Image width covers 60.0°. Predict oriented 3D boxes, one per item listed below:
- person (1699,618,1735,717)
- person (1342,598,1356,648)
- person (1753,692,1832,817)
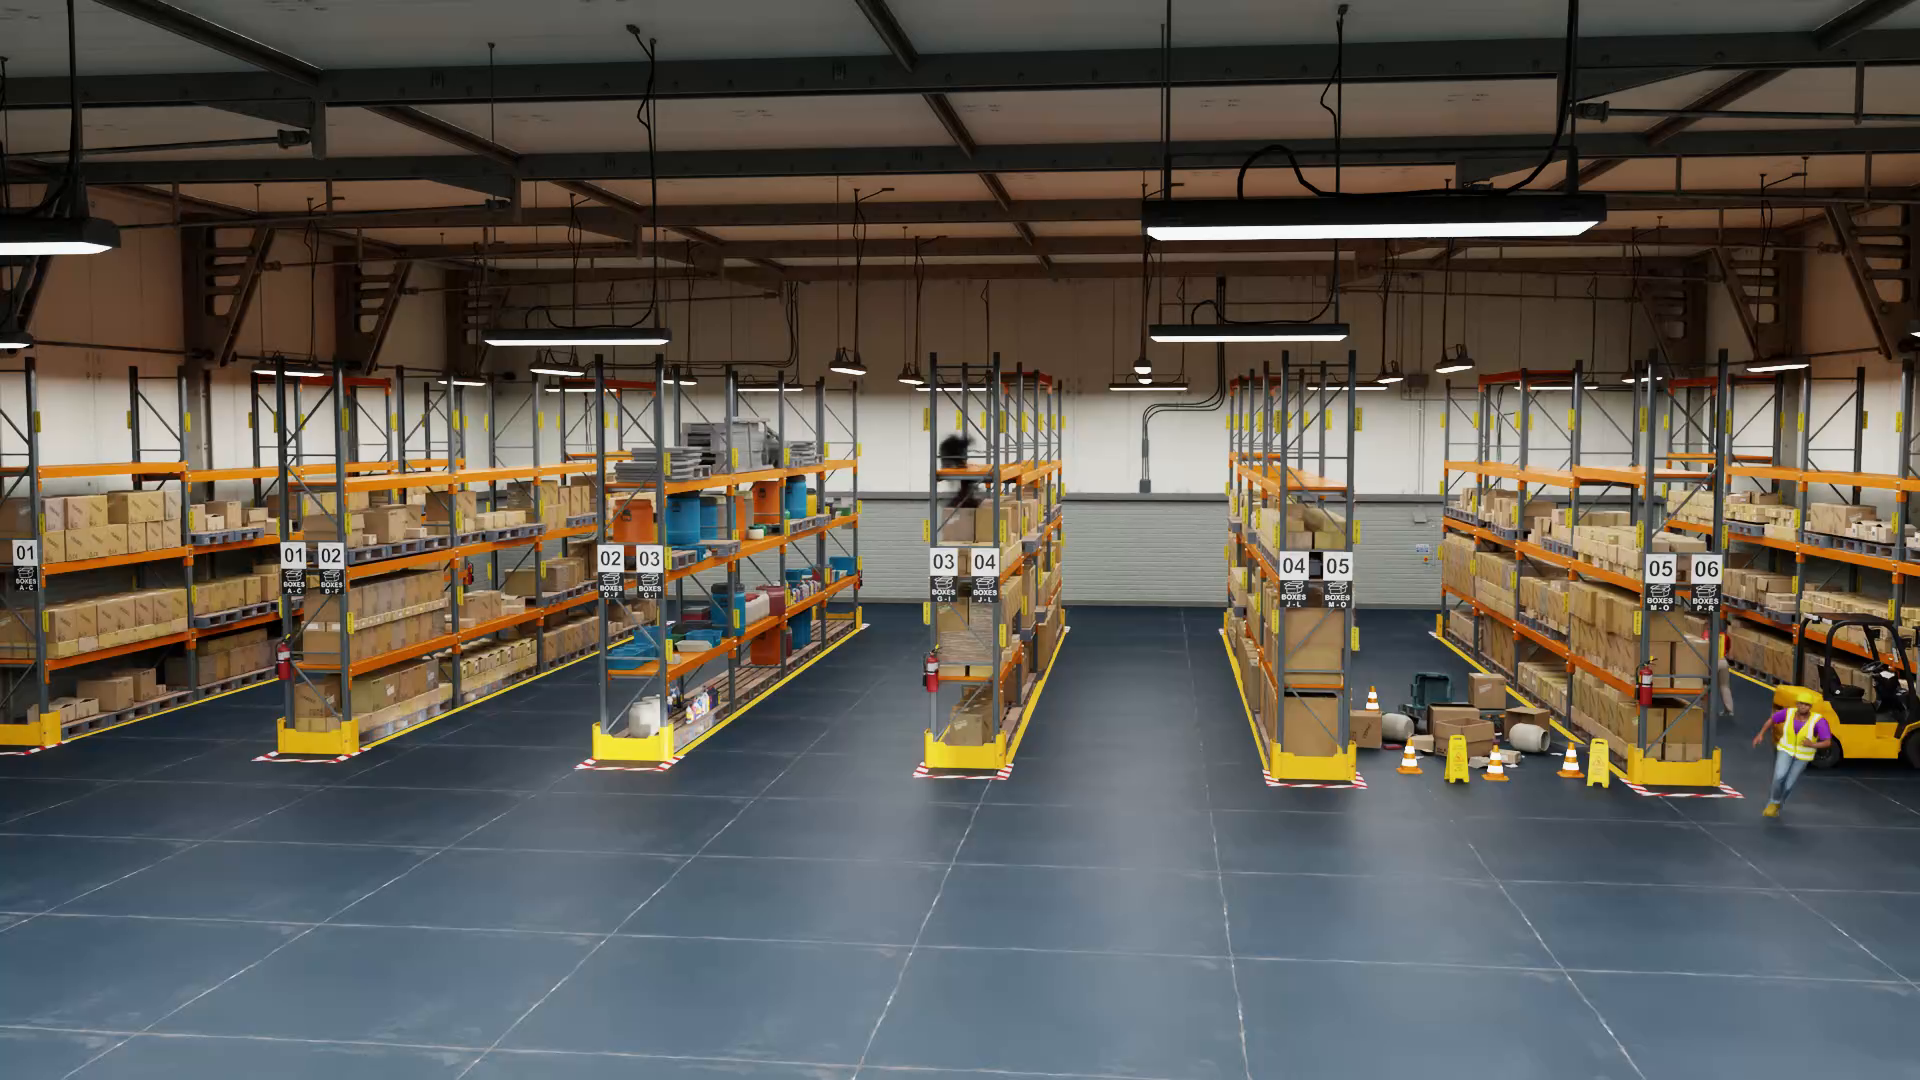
[{"bbox_3d":[12.790,2.180,28.183,0.667,1.706,0.998,0,4,-2],"label":"person"},{"bbox_3d":[8.495,1.639,36.780,0.636,1.525,0.592,1,4,15],"label":"person"},{"bbox_3d":[10.459,2.707,20.914,0.864,1.652,0.699,2,4,24],"label":"person"}]
